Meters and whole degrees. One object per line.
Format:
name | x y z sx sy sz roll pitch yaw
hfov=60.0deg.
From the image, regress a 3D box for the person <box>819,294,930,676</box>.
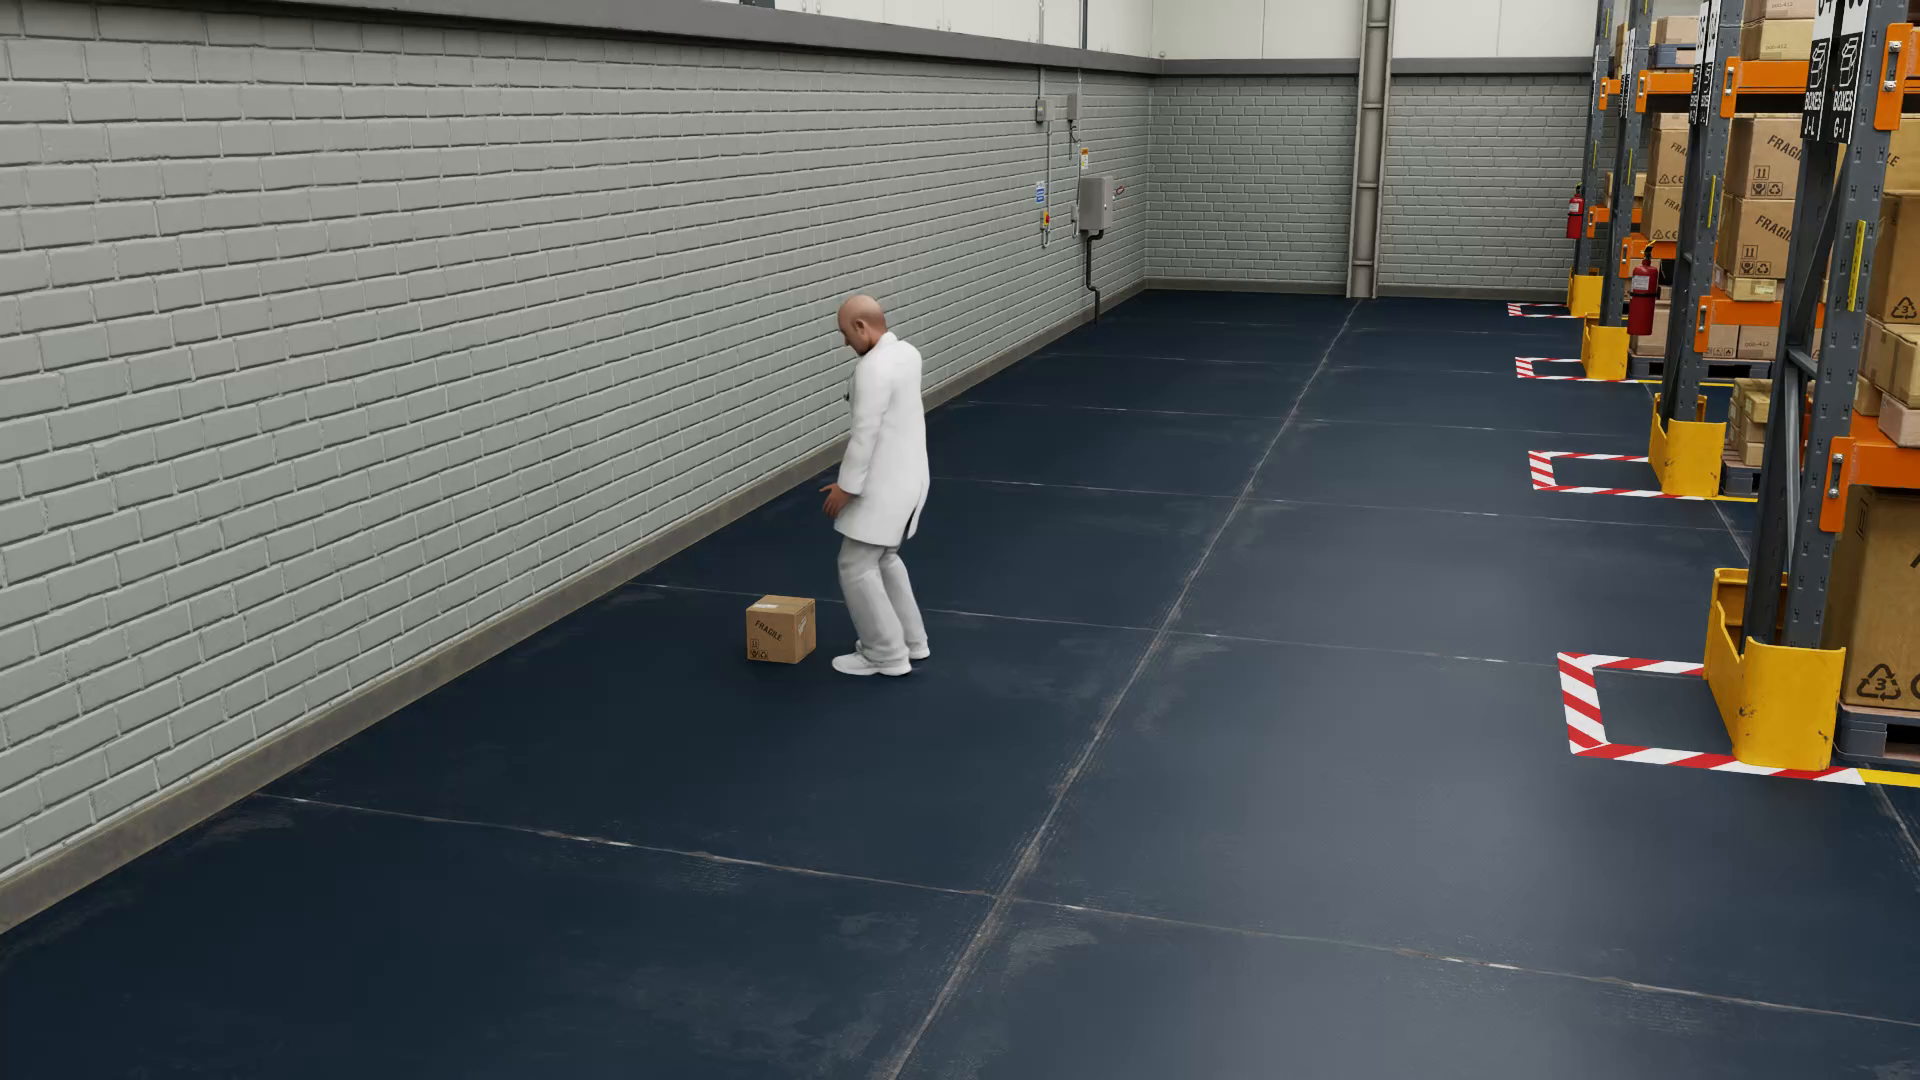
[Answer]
person | -0.371 -0.246 7.577 0.416 1.737 0.587 5 16 17
